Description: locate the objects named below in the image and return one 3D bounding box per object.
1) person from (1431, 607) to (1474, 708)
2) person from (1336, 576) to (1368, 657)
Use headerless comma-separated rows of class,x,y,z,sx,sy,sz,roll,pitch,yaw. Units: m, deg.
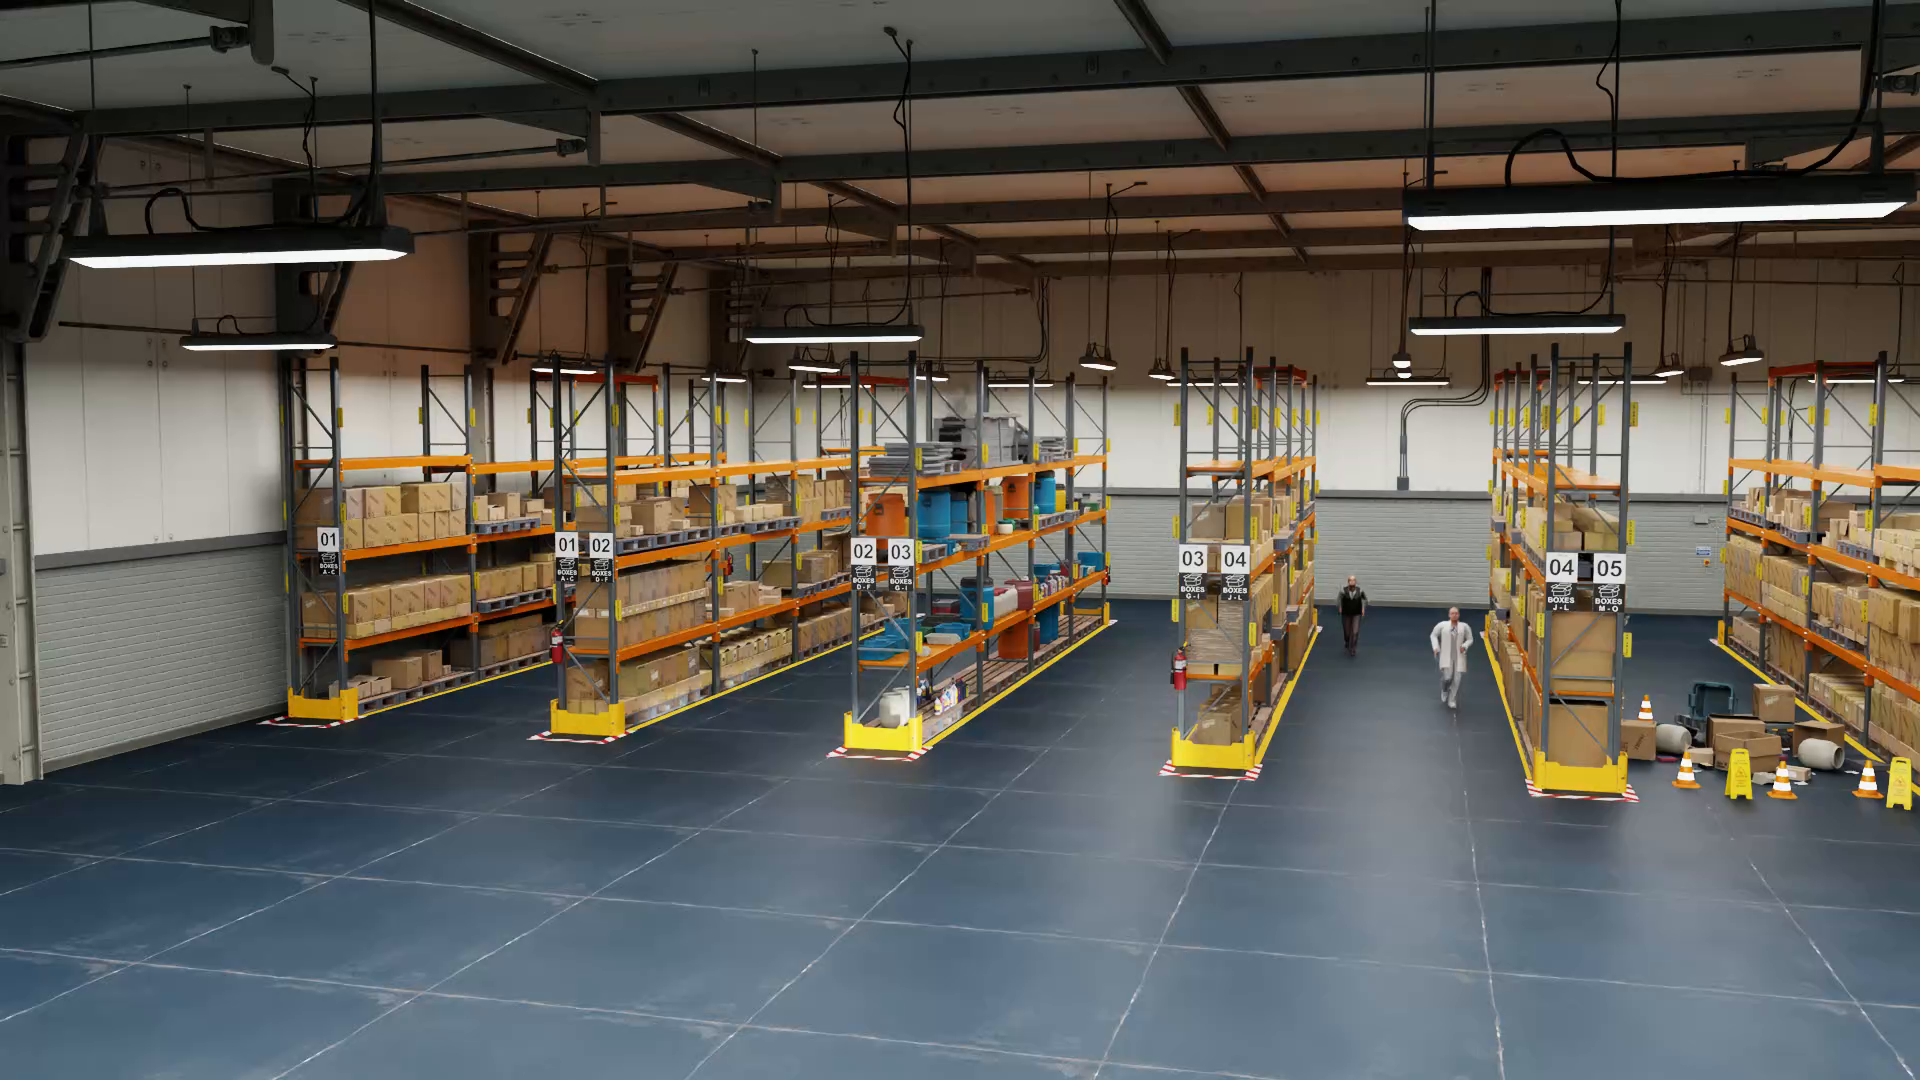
person,8.494,2.032,28.665,0.704,1.732,0.628,1,4,10
person,8.271,1.588,35.100,0.655,1.694,0.815,1,4,13
